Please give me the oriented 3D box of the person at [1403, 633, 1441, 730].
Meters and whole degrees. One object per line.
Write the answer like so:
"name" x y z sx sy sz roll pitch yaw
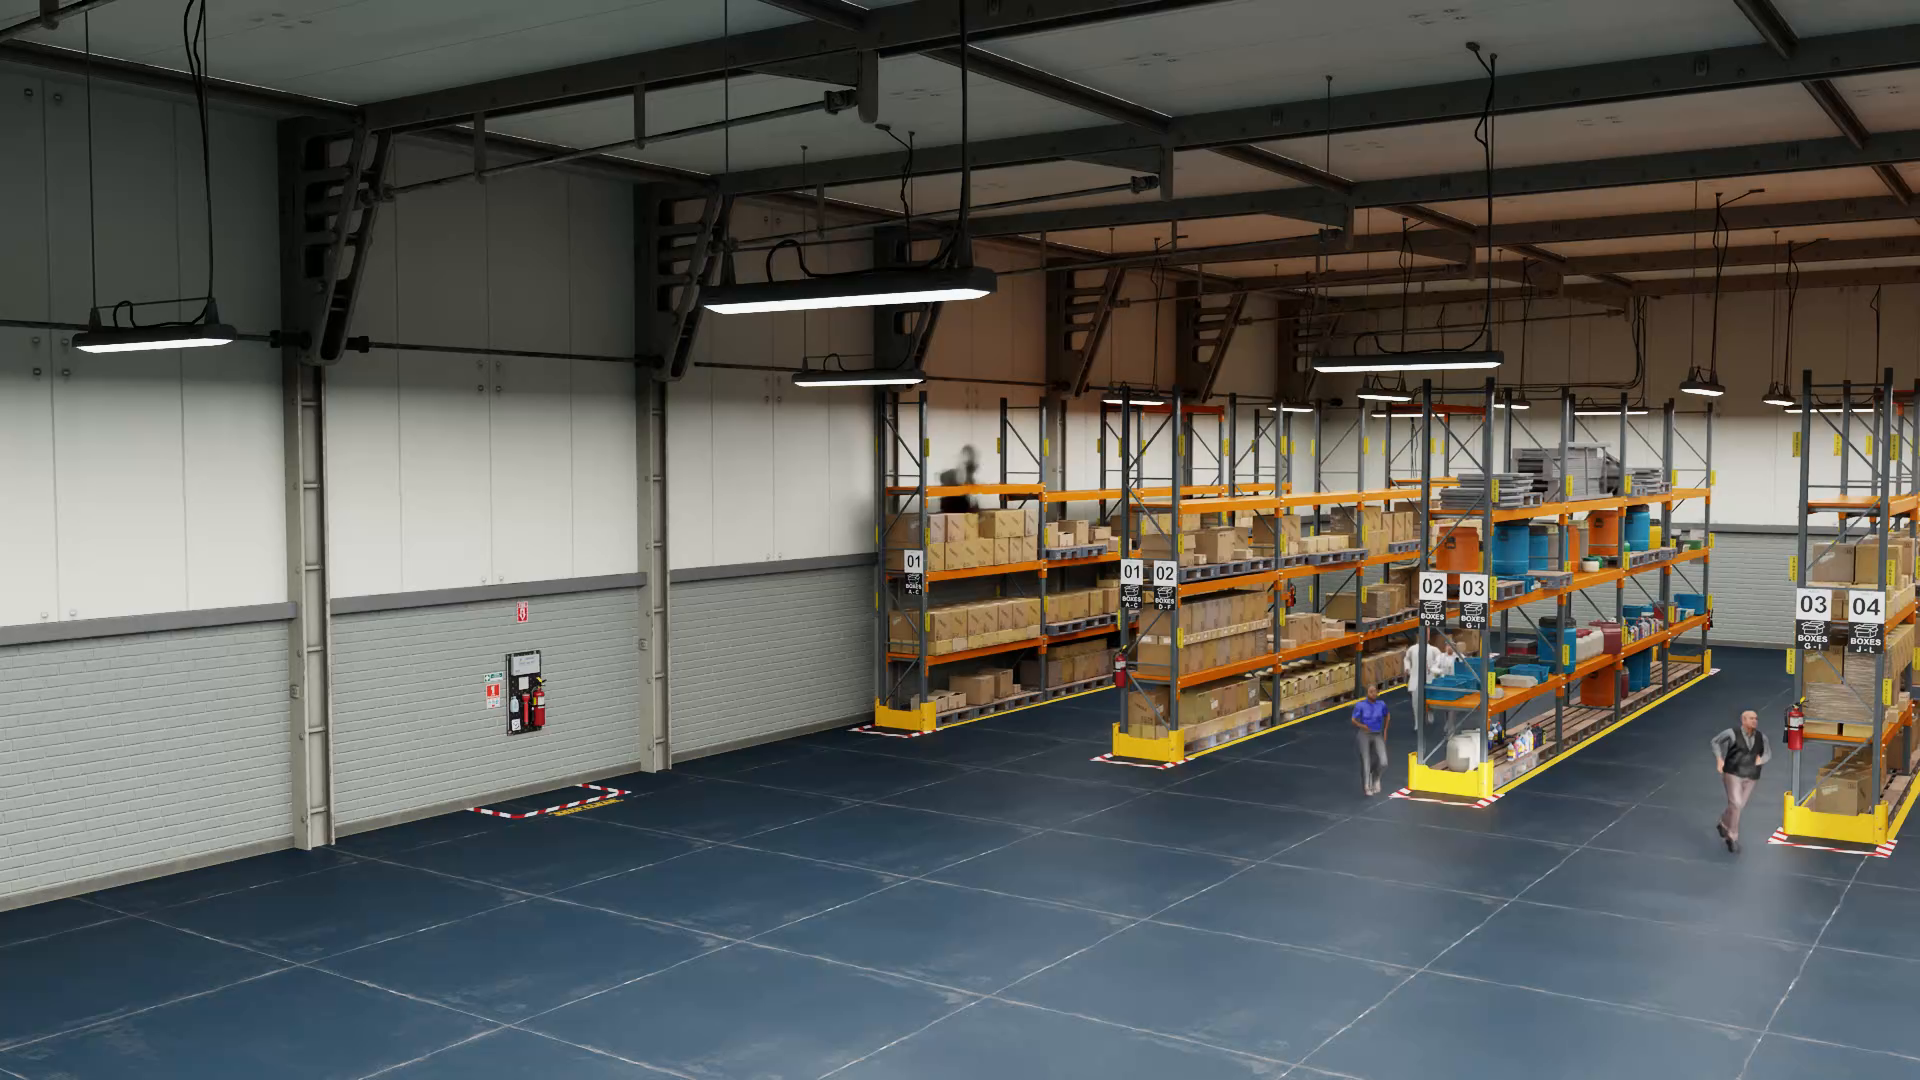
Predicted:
"person" 8.225 2.491 29.590 0.715 1.735 0.826 2 4 26

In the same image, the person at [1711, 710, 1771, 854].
"person" 9.825 3.005 20.890 0.662 1.755 0.852 0 3 0

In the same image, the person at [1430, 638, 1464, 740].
"person" 8.487 2.541 28.802 0.629 1.717 0.866 2 4 26

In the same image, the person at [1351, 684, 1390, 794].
"person" 5.922 2.871 23.894 0.617 1.624 0.654 0 3 -3
